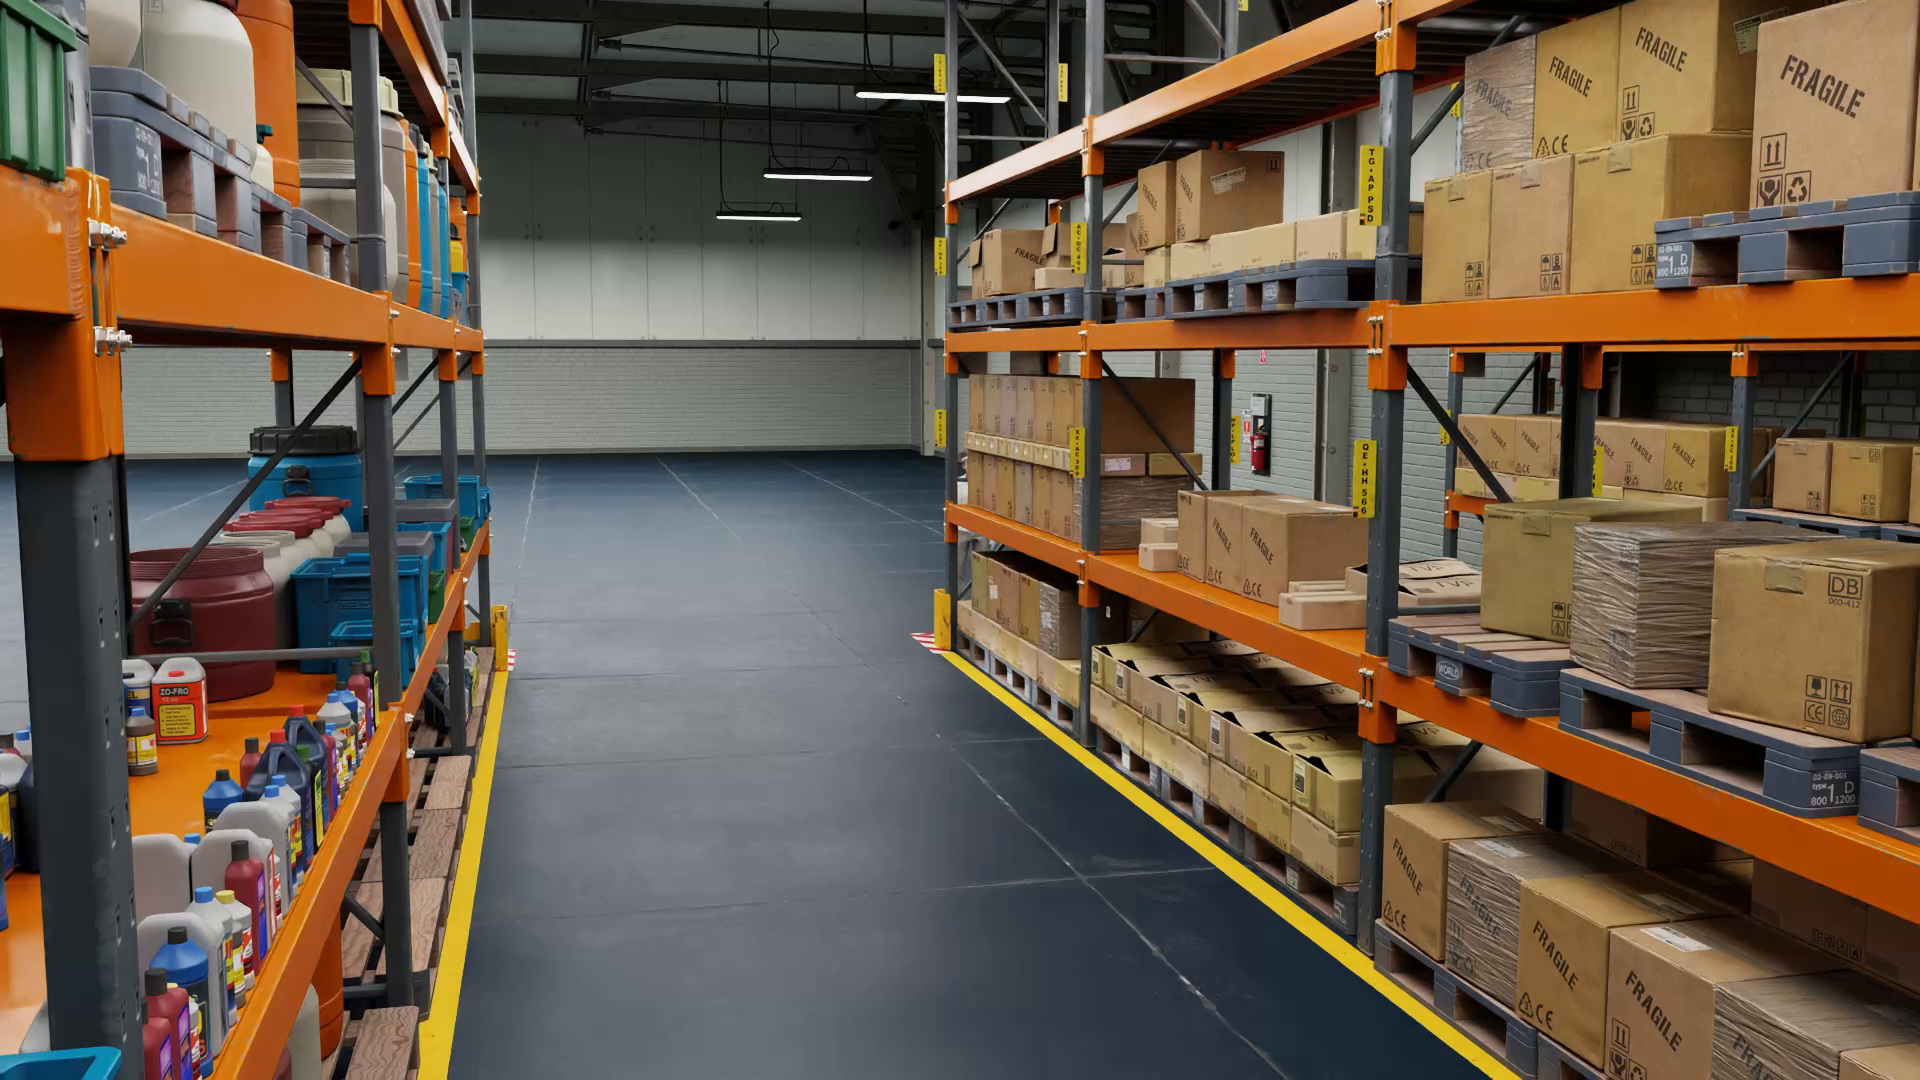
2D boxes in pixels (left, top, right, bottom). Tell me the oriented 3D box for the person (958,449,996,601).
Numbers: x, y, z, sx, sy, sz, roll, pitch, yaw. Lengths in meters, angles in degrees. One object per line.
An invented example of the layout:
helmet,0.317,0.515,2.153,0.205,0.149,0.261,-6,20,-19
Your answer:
person,0.088,-0.052,16.485,0.574,1.719,0.344,-1,6,-6
